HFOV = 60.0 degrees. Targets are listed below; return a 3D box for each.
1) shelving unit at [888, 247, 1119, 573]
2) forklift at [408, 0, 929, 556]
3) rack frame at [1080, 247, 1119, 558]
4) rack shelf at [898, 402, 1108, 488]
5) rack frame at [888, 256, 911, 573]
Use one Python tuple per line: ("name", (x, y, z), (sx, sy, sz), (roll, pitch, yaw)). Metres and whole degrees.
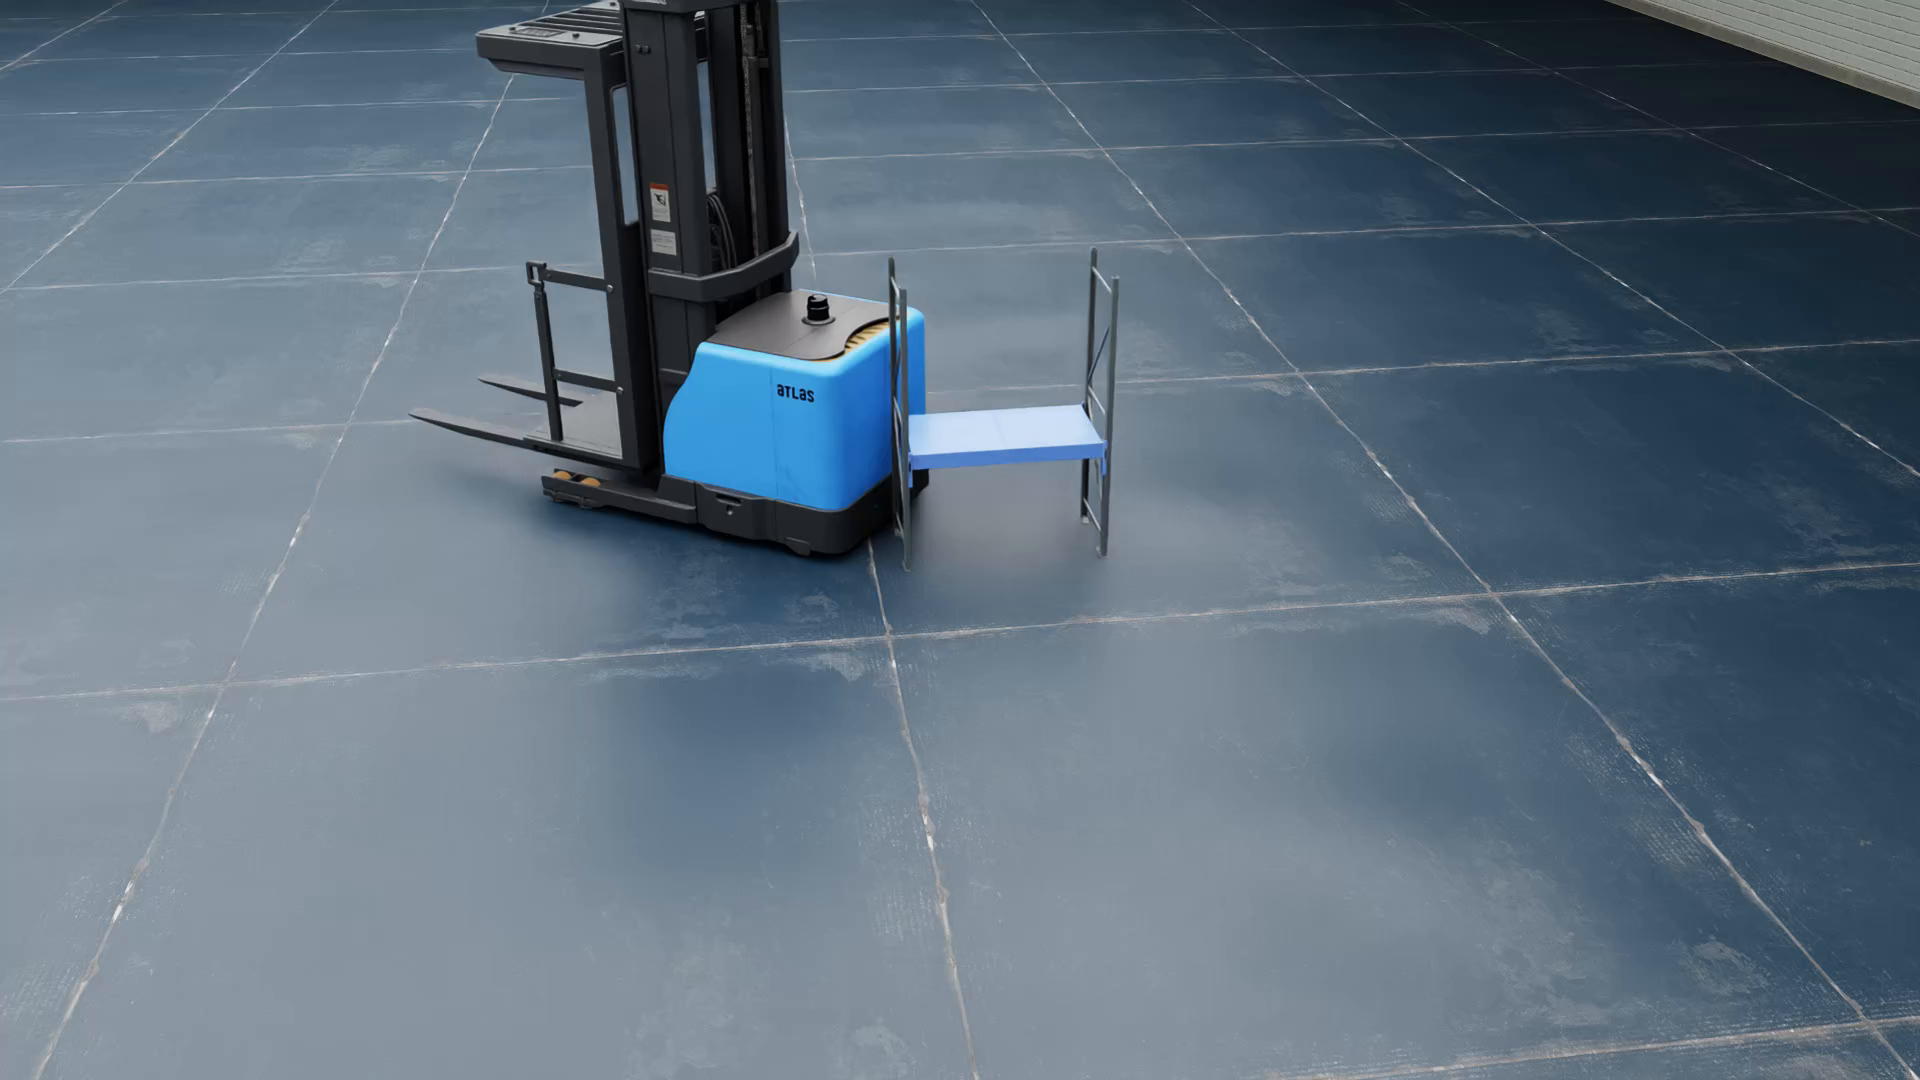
("shelving unit", (0.200, -0.650, 8.375), (1.048, 1.500, 0.538), (-4, 27, -8))
("forklift", (-1.724, -1.674, 8.803), (3.031, 2.935, 1.130), (13, 30, 23))
("rack frame", (0.703, -0.686, 8.445), (0.032, 1.500, 0.500), (-4, 27, -8))
("rack shelf", (0.200, -0.490, 8.457), (1.000, 0.185, 0.538), (-4, 27, -8))
("rack frame", (-0.302, -0.615, 8.305), (0.032, 1.500, 0.500), (-4, 27, -8))
